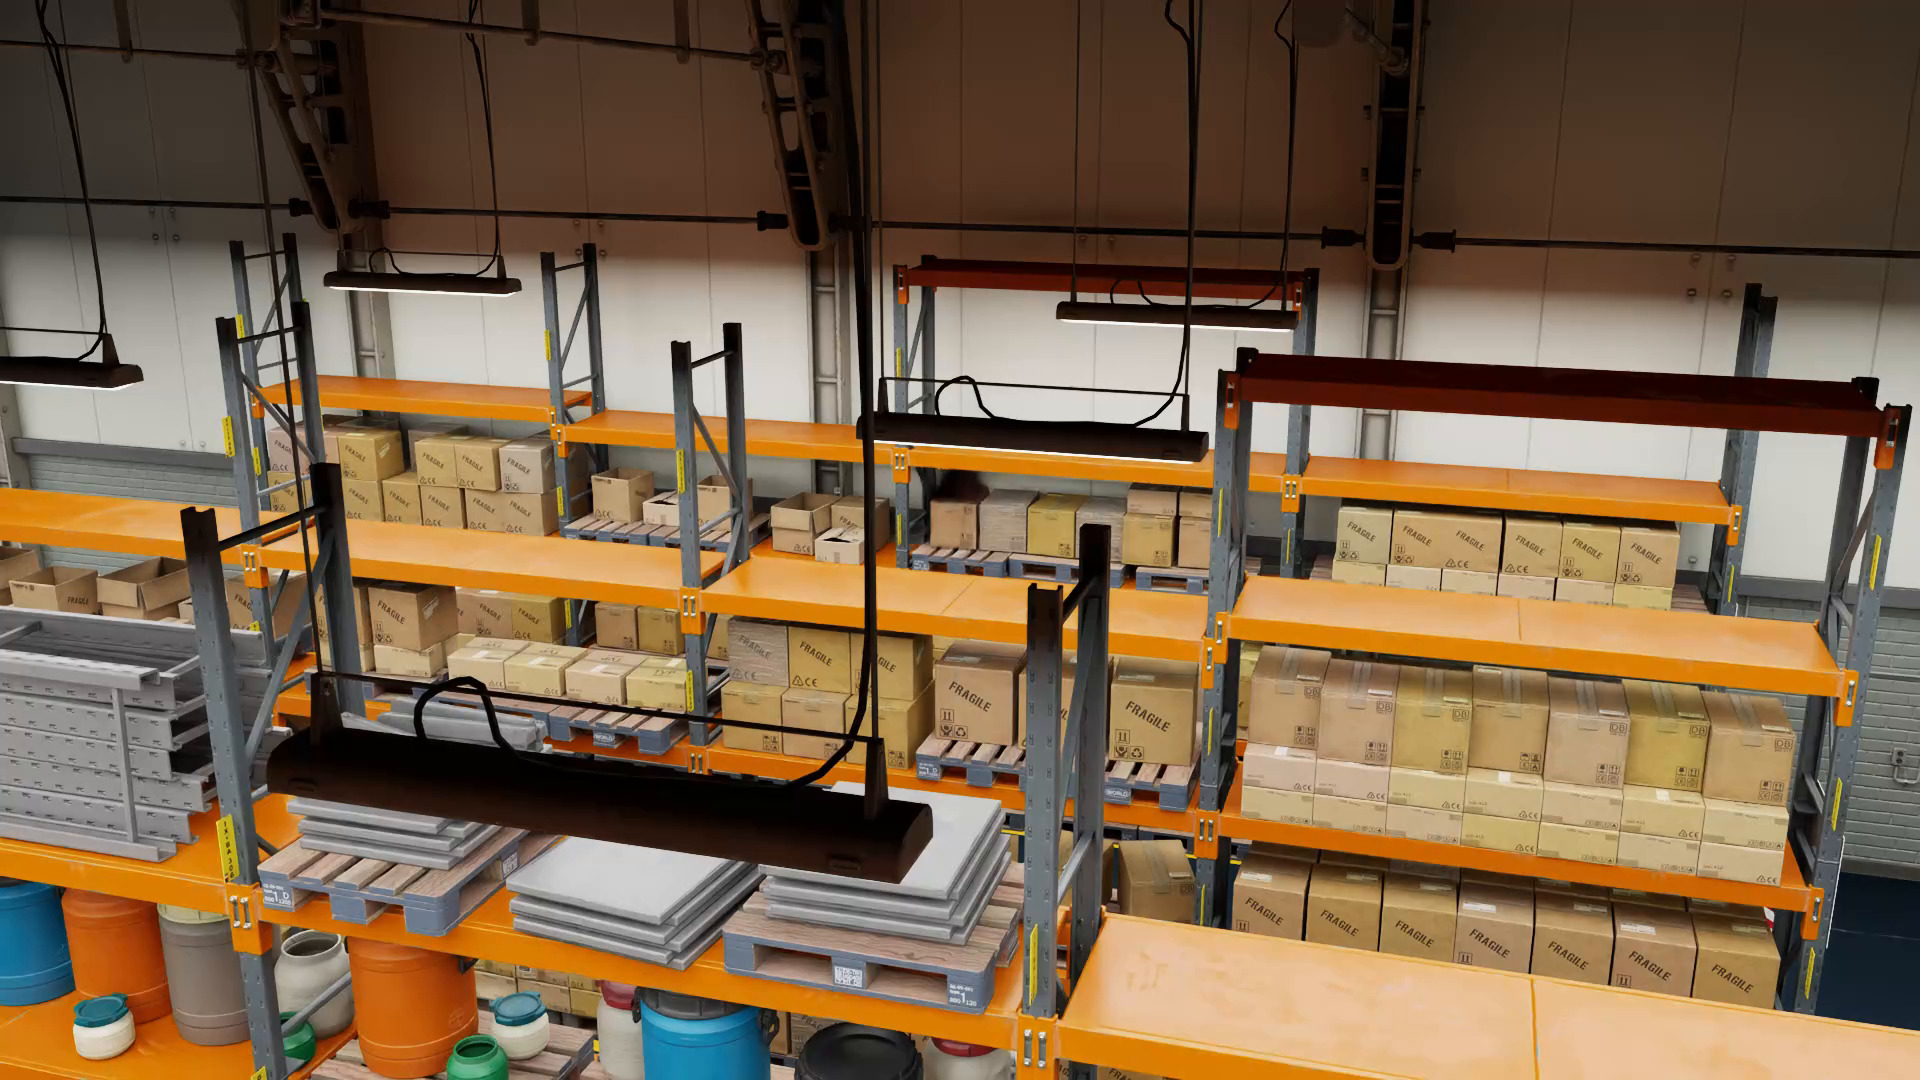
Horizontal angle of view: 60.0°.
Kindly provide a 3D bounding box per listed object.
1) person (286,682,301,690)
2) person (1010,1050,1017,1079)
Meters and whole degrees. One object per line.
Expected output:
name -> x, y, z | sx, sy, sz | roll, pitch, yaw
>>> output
person -> -7.131, 2.284, 17.860 | 0.582, 1.682, 0.401 | 0, 16, -1
person -> 0.305, 4.007, 11.857 | 0.537, 1.676, 0.416 | 7, 18, 23
